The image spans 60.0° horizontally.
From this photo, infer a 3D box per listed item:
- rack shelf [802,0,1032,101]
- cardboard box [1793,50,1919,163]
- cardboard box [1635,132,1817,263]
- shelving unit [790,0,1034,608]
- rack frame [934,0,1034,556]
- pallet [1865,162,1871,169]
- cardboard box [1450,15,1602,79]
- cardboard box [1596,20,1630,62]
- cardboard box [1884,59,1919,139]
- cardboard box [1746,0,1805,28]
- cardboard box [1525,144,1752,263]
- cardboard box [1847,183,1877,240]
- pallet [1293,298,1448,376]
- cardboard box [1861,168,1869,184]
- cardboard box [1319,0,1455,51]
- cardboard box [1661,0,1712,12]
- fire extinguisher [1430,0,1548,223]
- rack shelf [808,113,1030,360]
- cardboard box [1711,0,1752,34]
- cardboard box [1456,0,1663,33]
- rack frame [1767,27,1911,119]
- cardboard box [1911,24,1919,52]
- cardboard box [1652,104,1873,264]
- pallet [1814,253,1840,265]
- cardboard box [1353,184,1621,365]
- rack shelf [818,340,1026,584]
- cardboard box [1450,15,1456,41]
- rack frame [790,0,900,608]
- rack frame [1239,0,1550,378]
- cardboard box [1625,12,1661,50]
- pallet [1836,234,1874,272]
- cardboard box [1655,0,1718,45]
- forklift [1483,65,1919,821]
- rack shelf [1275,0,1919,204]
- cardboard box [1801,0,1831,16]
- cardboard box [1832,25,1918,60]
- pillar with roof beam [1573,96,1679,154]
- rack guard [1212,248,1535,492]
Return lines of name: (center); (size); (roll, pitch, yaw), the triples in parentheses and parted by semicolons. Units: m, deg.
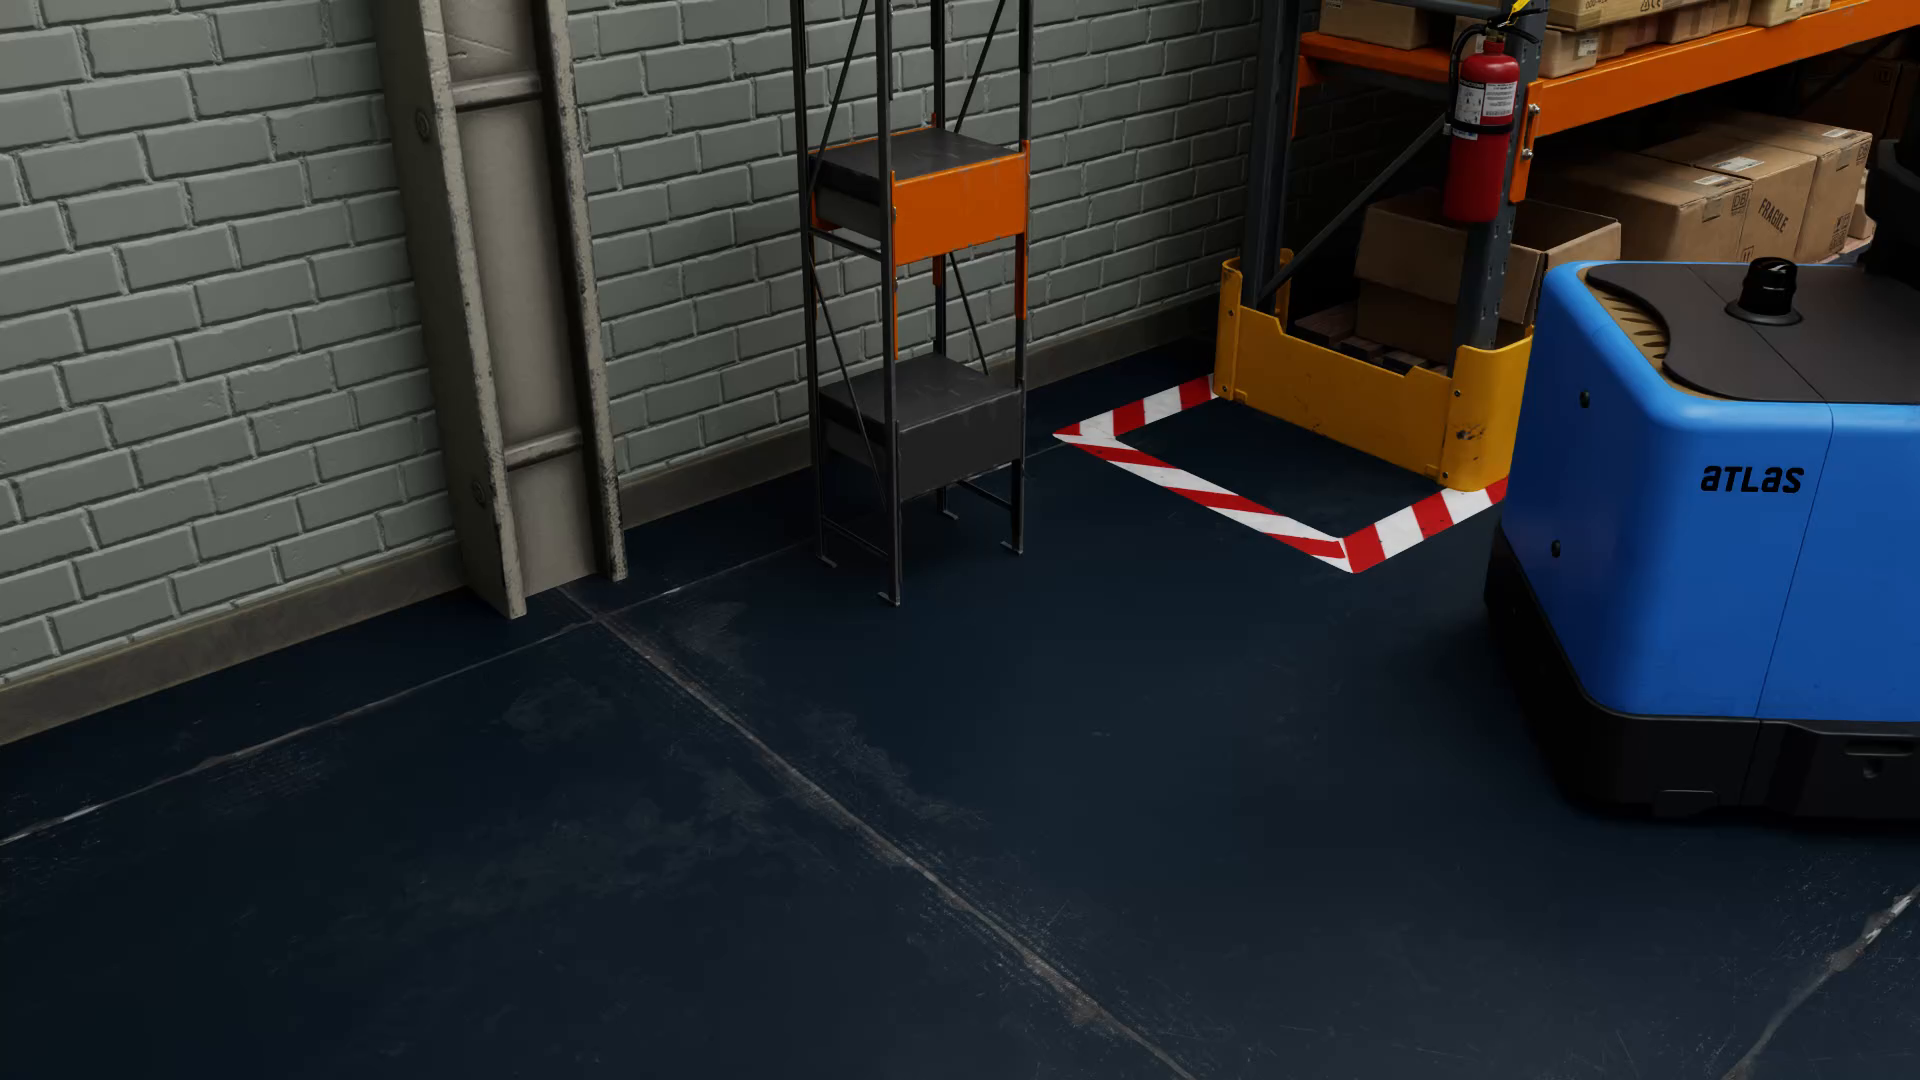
rack shelf: (-0.126, -1.481, 4.337); (0.480, 0.518, 0.431); (-22, 35, -35)
cardboard box: (4.607, -2.271, 8.524); (0.500, 0.500, 0.500); (-22, 35, -35)
cardboard box: (3.052, -1.318, 6.740); (0.500, 0.500, 0.500); (-21, 35, -34)
shelving unit: (-0.126, -0.875, 4.660); (0.503, 2.100, 0.431); (-22, 35, -35)
rack frame: (0.060, -0.950, 4.800); (0.015, 2.100, 0.400); (-22, 35, -35)
pallet: (5.020, -1.965, 8.703); (1.213, 0.211, 1.003); (-22, 35, -35)
cardboard box: (1.811, -1.600, 5.328); (0.250, 0.149, 0.380); (-22, 35, -35)
cardboard box: (1.974, -1.694, 5.505); (0.250, 0.149, 0.380); (-21, 35, -34)
cardboard box: (4.940, -2.082, 8.171); (0.500, 0.500, 0.500); (-20, 34, -33)
cardboard box: (2.823, -1.976, 6.032); (0.250, 0.149, 0.380); (-23, 36, -36)
cardboard box: (2.585, -1.192, 6.505); (0.500, 0.500, 0.700); (-20, 34, -33)
cardboard box: (3.921, -1.527, 7.380); (0.258, 0.266, 0.396); (-20, 34, -33)
pallet: (2.046, -0.746, 6.423); (1.213, 0.211, 1.003); (-22, 35, -35)
cardboard box: (4.193, -1.585, 7.612); (0.250, 0.149, 0.380); (-23, 36, -36)
cardboard box: (1.461, -1.796, 5.694); (0.250, 0.149, 0.380); (-22, 35, -35)
cardboard box: (2.286, -1.970, 5.598); (0.500, 0.250, 0.500); (-21, 35, -34)
fire extinguisher: (1.571, -1.299, 4.977); (0.183, 0.674, 0.296); (-22, 35, -35)
rack shelf: (-0.126, -0.863, 4.667); (0.480, 0.518, 0.431); (-22, 35, -35)
cardboard box: (2.582, -1.926, 5.938); (0.250, 0.149, 0.380); (-21, 35, -34)
cardboard box: (1.903, -1.816, 5.309); (0.500, 0.250, 0.500); (-22, 35, -35)
rack frame: (4.426, -2.932, 7.555); (0.127, 3.000, 1.000); (-22, 35, -35)
cardboard box: (4.715, -2.600, 8.450); (0.250, 0.149, 0.380); (-22, 35, -35)
cardboard box: (3.375, -1.510, 7.099); (0.500, 0.500, 0.700); (-23, 36, -37)
pallet: (2.974, -1.117, 7.117); (1.213, 0.211, 1.003); (-22, 35, -35)
cardboard box: (1.910, -0.946, 6.041); (0.637, 0.503, 0.797); (-24, 36, -37)
rack shelf: (-0.126, -0.246, 4.997); (0.480, 0.518, 0.431); (-22, 35, -35)
cardboard box: (1.694, -1.851, 5.798); (0.250, 0.149, 0.380); (-21, 34, -34)
rack frame: (-0.312, -0.801, 4.521); (0.015, 2.100, 0.400); (-22, 35, -35)
rack frame: (1.383, -1.709, 5.265); (0.127, 3.000, 1.000); (-22, 35, -35)
cardboard box: (2.152, -1.787, 5.679); (0.250, 0.149, 0.380); (-22, 35, -36)
pallet: (3.903, -1.493, 7.819); (1.213, 0.211, 1.003); (-22, 35, -35)
cardboard box: (2.384, -1.843, 5.782); (0.250, 0.149, 0.380); (-21, 34, -33)
forklift: (2.996, -0.822, 3.679); (3.031, 2.935, 1.130); (1, 28, 2)
rack shelf: (2.904, -2.003, 6.579); (4.000, 0.370, 1.077); (-22, 35, -35)
cardboard box: (3.010, -2.064, 6.197); (0.250, 0.149, 0.380); (-21, 35, -34)
cardboard box: (4.519, -2.517, 8.296); (0.250, 0.149, 0.380); (-24, 36, -37)
pillar with roof beam: (6.105, -4.145, 3.458); (0.400, 9.000, 9.100); (-22, 35, -35)
rack guard: (1.441, -0.630, 5.898); (0.348, 0.500, 1.175); (-22, 35, -35)
